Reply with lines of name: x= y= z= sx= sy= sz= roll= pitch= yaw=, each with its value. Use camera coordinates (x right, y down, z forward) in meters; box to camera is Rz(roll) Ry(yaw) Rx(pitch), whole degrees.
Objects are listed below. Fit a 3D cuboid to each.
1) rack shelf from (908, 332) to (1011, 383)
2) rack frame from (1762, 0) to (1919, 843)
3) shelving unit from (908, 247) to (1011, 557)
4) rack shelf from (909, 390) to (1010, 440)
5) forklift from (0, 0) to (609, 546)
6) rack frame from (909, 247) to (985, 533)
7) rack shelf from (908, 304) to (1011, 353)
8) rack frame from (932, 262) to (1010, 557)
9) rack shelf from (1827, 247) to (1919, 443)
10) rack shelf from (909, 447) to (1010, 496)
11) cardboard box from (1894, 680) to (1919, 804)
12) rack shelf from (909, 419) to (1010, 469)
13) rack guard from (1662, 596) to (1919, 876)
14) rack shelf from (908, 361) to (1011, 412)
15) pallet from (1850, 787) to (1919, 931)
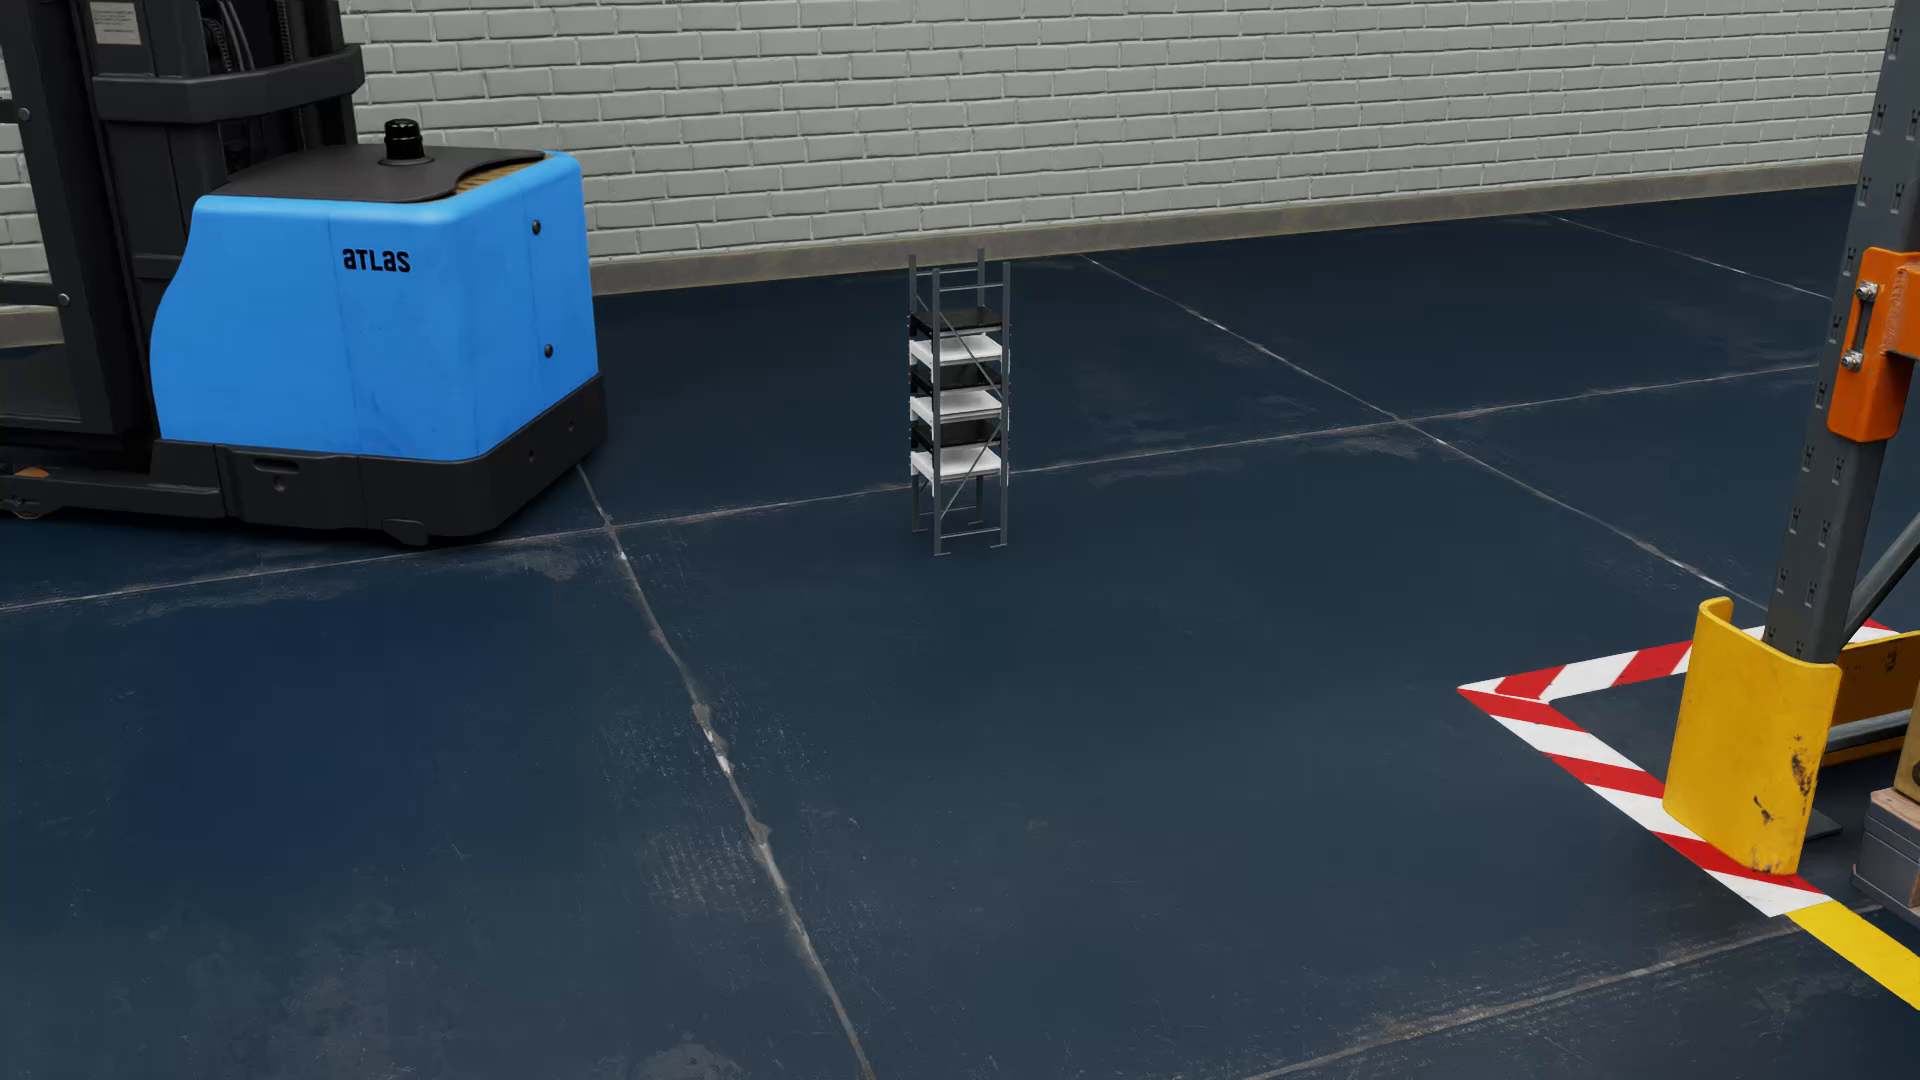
rack shelf: x=-0.003 y=-0.553 z=5.025 sx=0.258 sy=0.077 sz=0.200 roll=-8 pitch=24 yaw=-19
rack frame: x=2.202 y=-0.791 z=3.265 sx=1.000 sy=3.000 sz=0.127 roll=-8 pitch=24 yaw=-19
shelving unit: x=-0.003 y=-0.418 z=5.082 sx=0.258 sy=0.900 sz=0.210 roll=-8 pitch=24 yaw=-19
rack shelf: x=-0.003 y=-0.387 z=5.095 sx=0.258 sy=0.077 sz=0.200 roll=-8 pitch=24 yaw=-19
forklift: x=-2.828 y=-1.610 z=5.296 sx=3.031 sy=2.935 sz=1.130 roll=5 pitch=23 yaw=11
rack frame: x=-0.039 y=-0.455 z=5.170 sx=0.240 sy=0.900 sz=0.006 roll=-8 pitch=24 yaw=-19
rack shelf: x=-0.003 y=-0.636 z=4.990 sx=0.258 sy=0.077 sz=0.200 roll=-8 pitch=24 yaw=-19
rack frame: x=0.033 y=-0.381 z=4.995 sx=0.240 sy=0.900 sz=0.006 roll=-8 pitch=24 yaw=-19
rack shelf: x=2.909 y=0.267 z=1.680 sx=1.077 sy=0.370 sz=4.000 roll=-8 pitch=24 yaw=-19
rack shelf: x=-0.003 y=-0.221 z=5.165 sx=0.258 sy=0.077 sz=0.200 roll=-8 pitch=24 yaw=-19
cardboard box: x=2.503 y=0.216 z=3.070 sx=0.875 sy=0.875 sz=0.875 roll=-8 pitch=24 yaw=-19
rack shelf: x=-0.003 y=-0.304 z=5.130 sx=0.258 sy=0.077 sz=0.200 roll=-8 pitch=24 yaw=-19
rack guard: x=2.194 y=0.352 z=3.771 sx=1.175 sy=0.500 sz=0.348 roll=-8 pitch=24 yaw=-19
rack shelf: x=-0.003 y=-0.470 z=5.060 sx=0.258 sy=0.077 sz=0.200 roll=-8 pitch=24 yaw=-19
pallet: x=2.558 y=0.774 z=3.142 sx=1.003 sy=0.211 sz=1.213 roll=-8 pitch=24 yaw=-19
